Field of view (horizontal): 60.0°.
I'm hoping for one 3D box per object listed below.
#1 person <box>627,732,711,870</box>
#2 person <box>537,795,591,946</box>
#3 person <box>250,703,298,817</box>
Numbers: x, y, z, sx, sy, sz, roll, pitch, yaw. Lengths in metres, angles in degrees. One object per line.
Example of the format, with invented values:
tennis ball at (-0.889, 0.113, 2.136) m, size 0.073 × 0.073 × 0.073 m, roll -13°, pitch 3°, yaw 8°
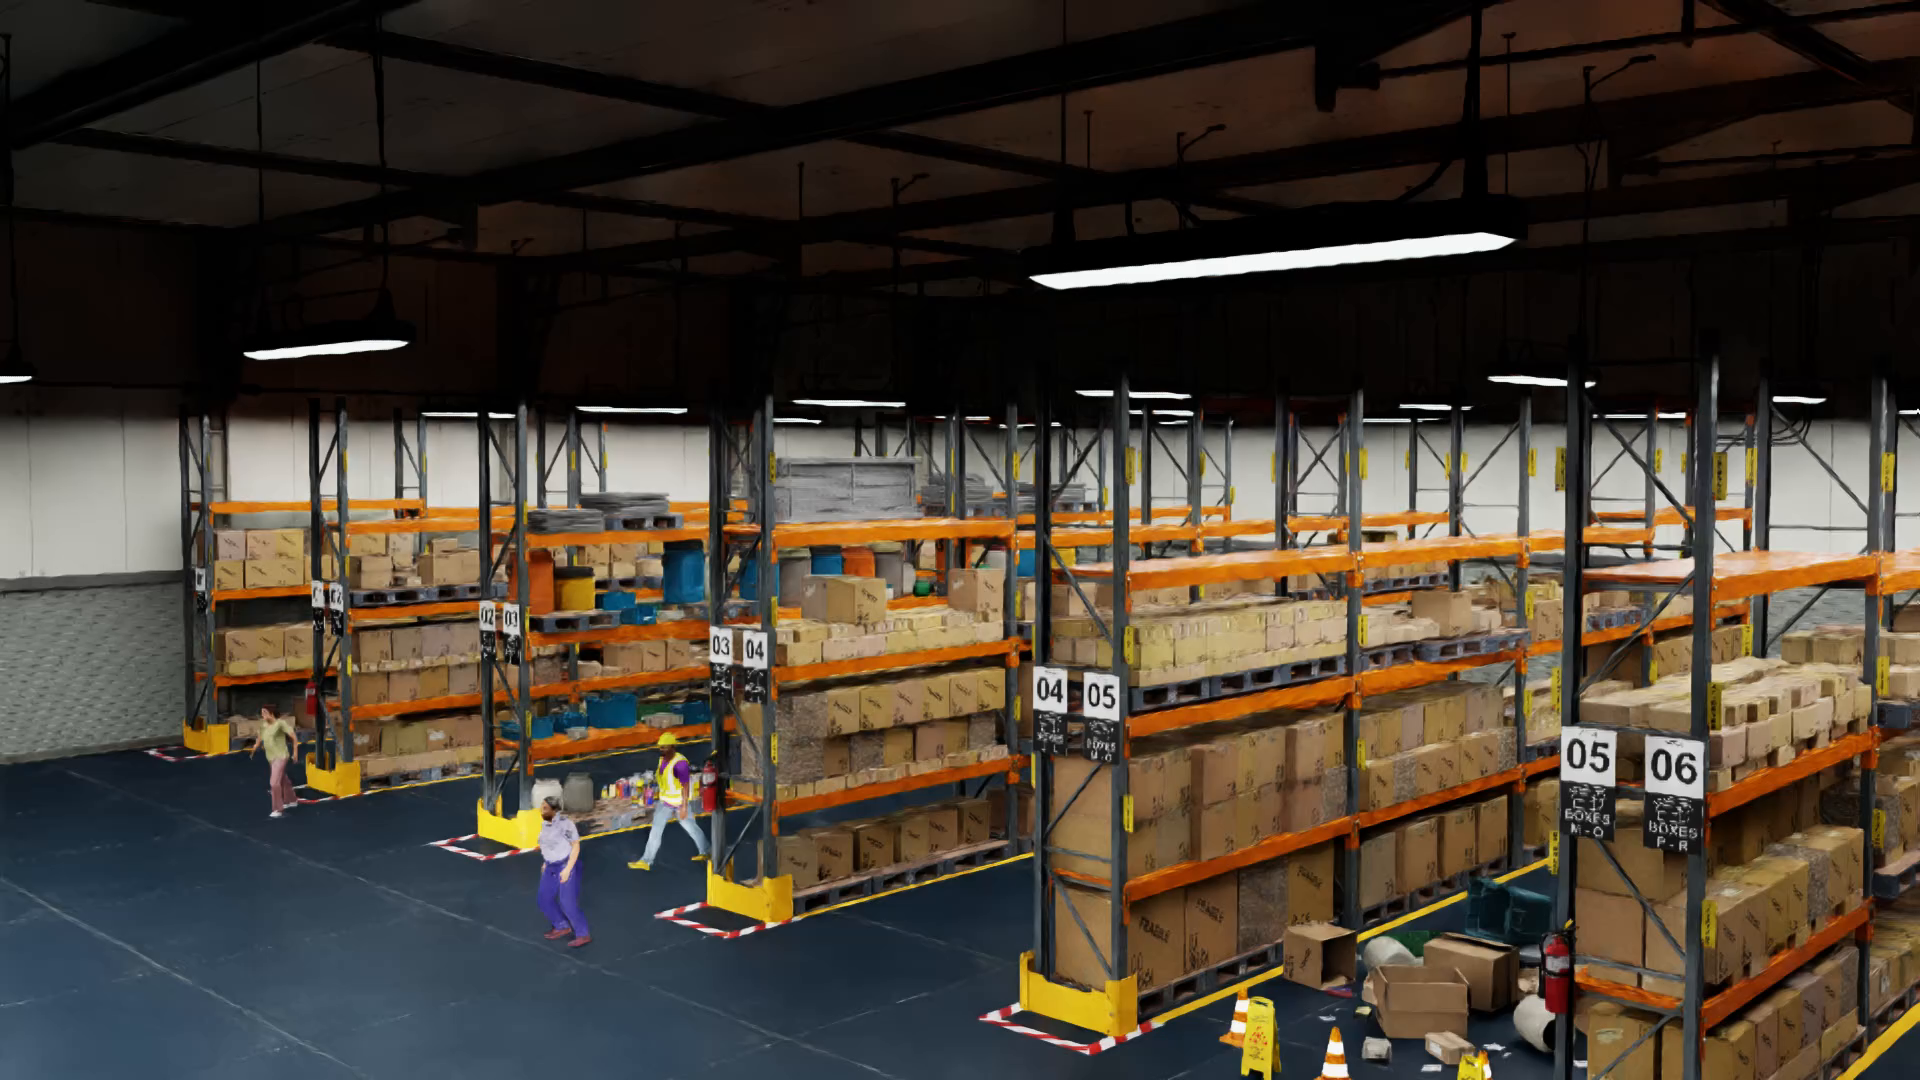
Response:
person at (-3.566, 3.222, 20.610) m, size 0.575 × 1.689 × 1.128 m, roll 3°, pitch 4°, yaw 41°
person at (-4.186, 3.464, 17.475) m, size 0.625 × 1.574 × 0.510 m, roll 3°, pitch 4°, yaw 41°
person at (-9.717, 3.100, 23.744) m, size 0.621 × 1.601 × 0.817 m, roll 2°, pitch 3°, yaw 27°
